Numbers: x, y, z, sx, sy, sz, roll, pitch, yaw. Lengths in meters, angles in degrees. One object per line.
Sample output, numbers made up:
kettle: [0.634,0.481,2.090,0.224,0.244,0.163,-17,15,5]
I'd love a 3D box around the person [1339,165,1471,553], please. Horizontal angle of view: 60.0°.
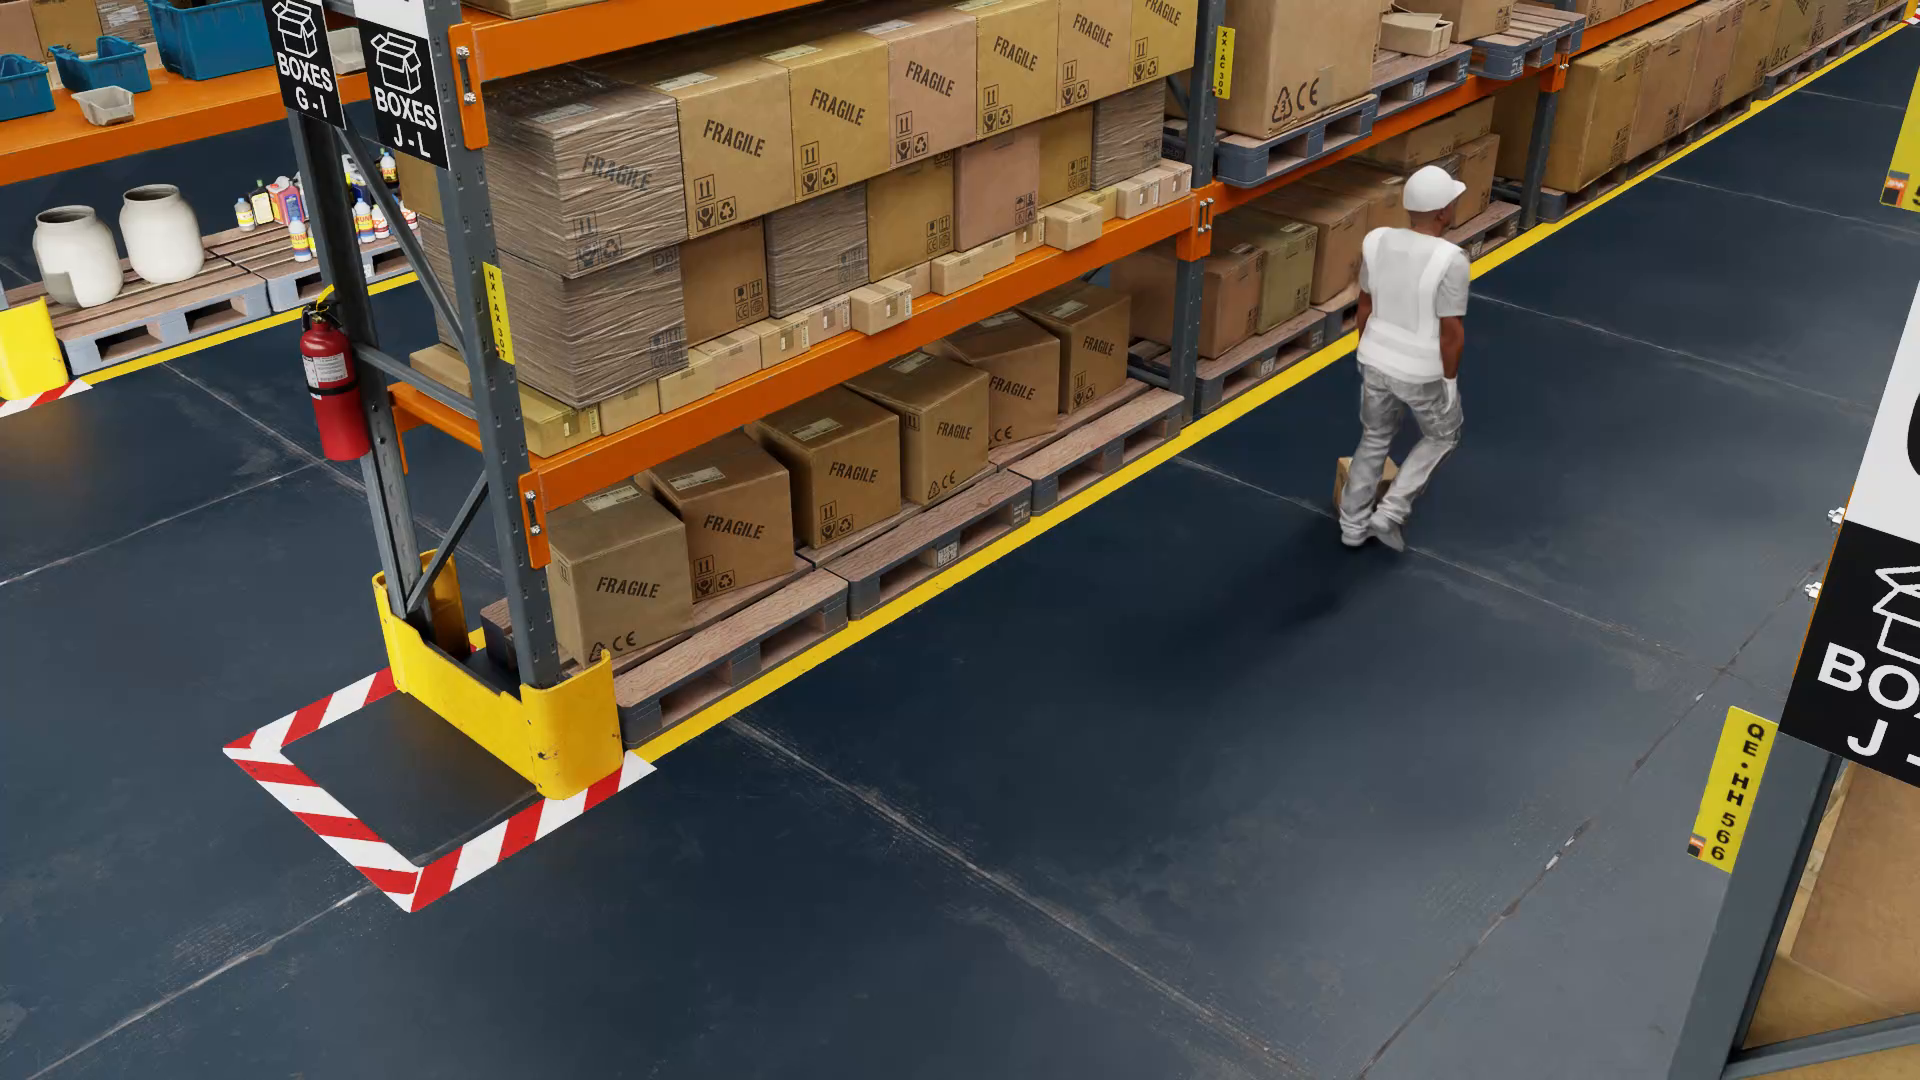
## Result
person: [1.969,-0.770,7.347,0.476,1.774,0.596,-24,38,-34]
